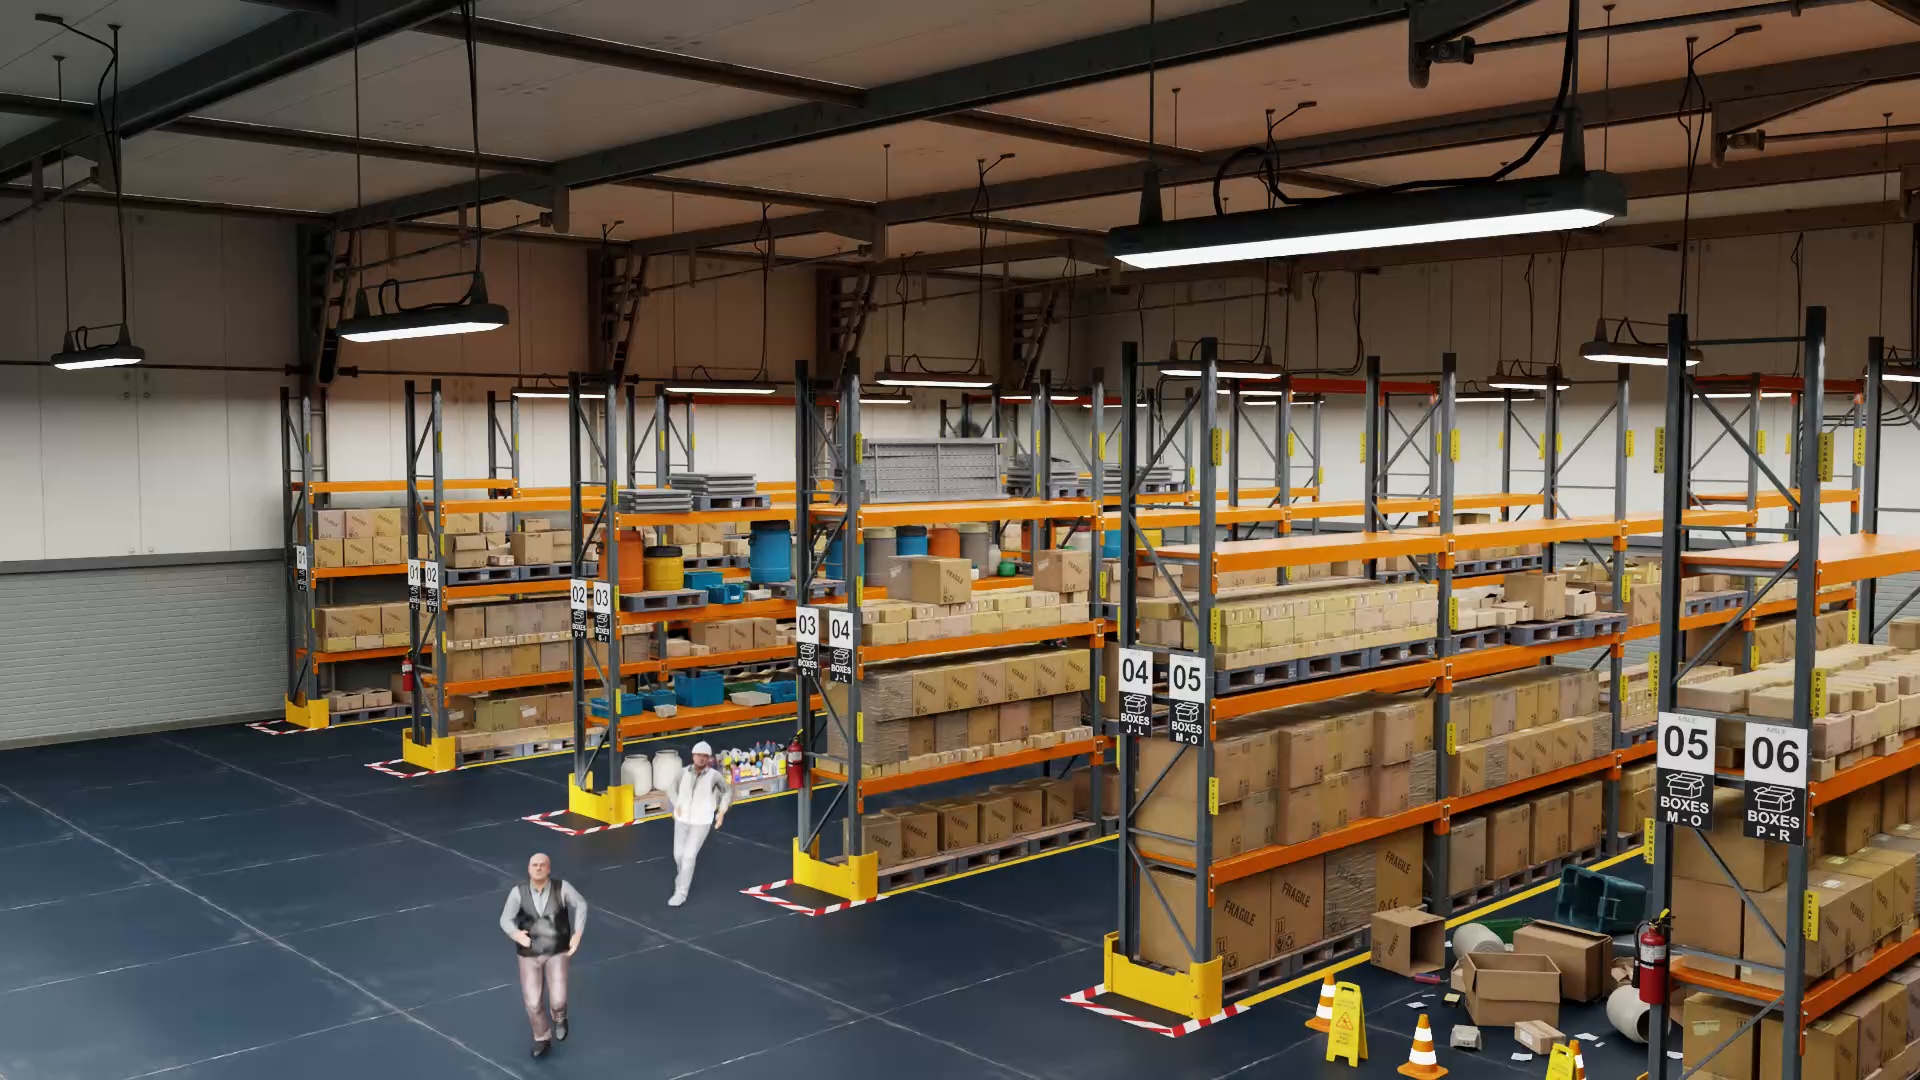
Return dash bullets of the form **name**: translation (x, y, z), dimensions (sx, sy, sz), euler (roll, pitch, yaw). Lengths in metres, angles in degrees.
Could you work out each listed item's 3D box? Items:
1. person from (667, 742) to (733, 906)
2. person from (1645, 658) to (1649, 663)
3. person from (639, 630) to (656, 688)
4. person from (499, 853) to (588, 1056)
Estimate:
- **person**: translation (-2.907, 3.099, 18.423), dimensions (0.728, 1.745, 0.890), euler (0, 4, 8)
- **person**: translation (10.911, 2.669, 26.222), dimensions (0.648, 1.638, 0.634), euler (-2, 4, -33)
- **person**: translation (-5.831, 2.405, 30.989), dimensions (0.529, 1.554, 0.549), euler (3, 5, 39)
- **person**: translation (-3.444, 3.438, 13.743), dimensions (0.708, 1.692, 0.555), euler (-1, 4, -10)
